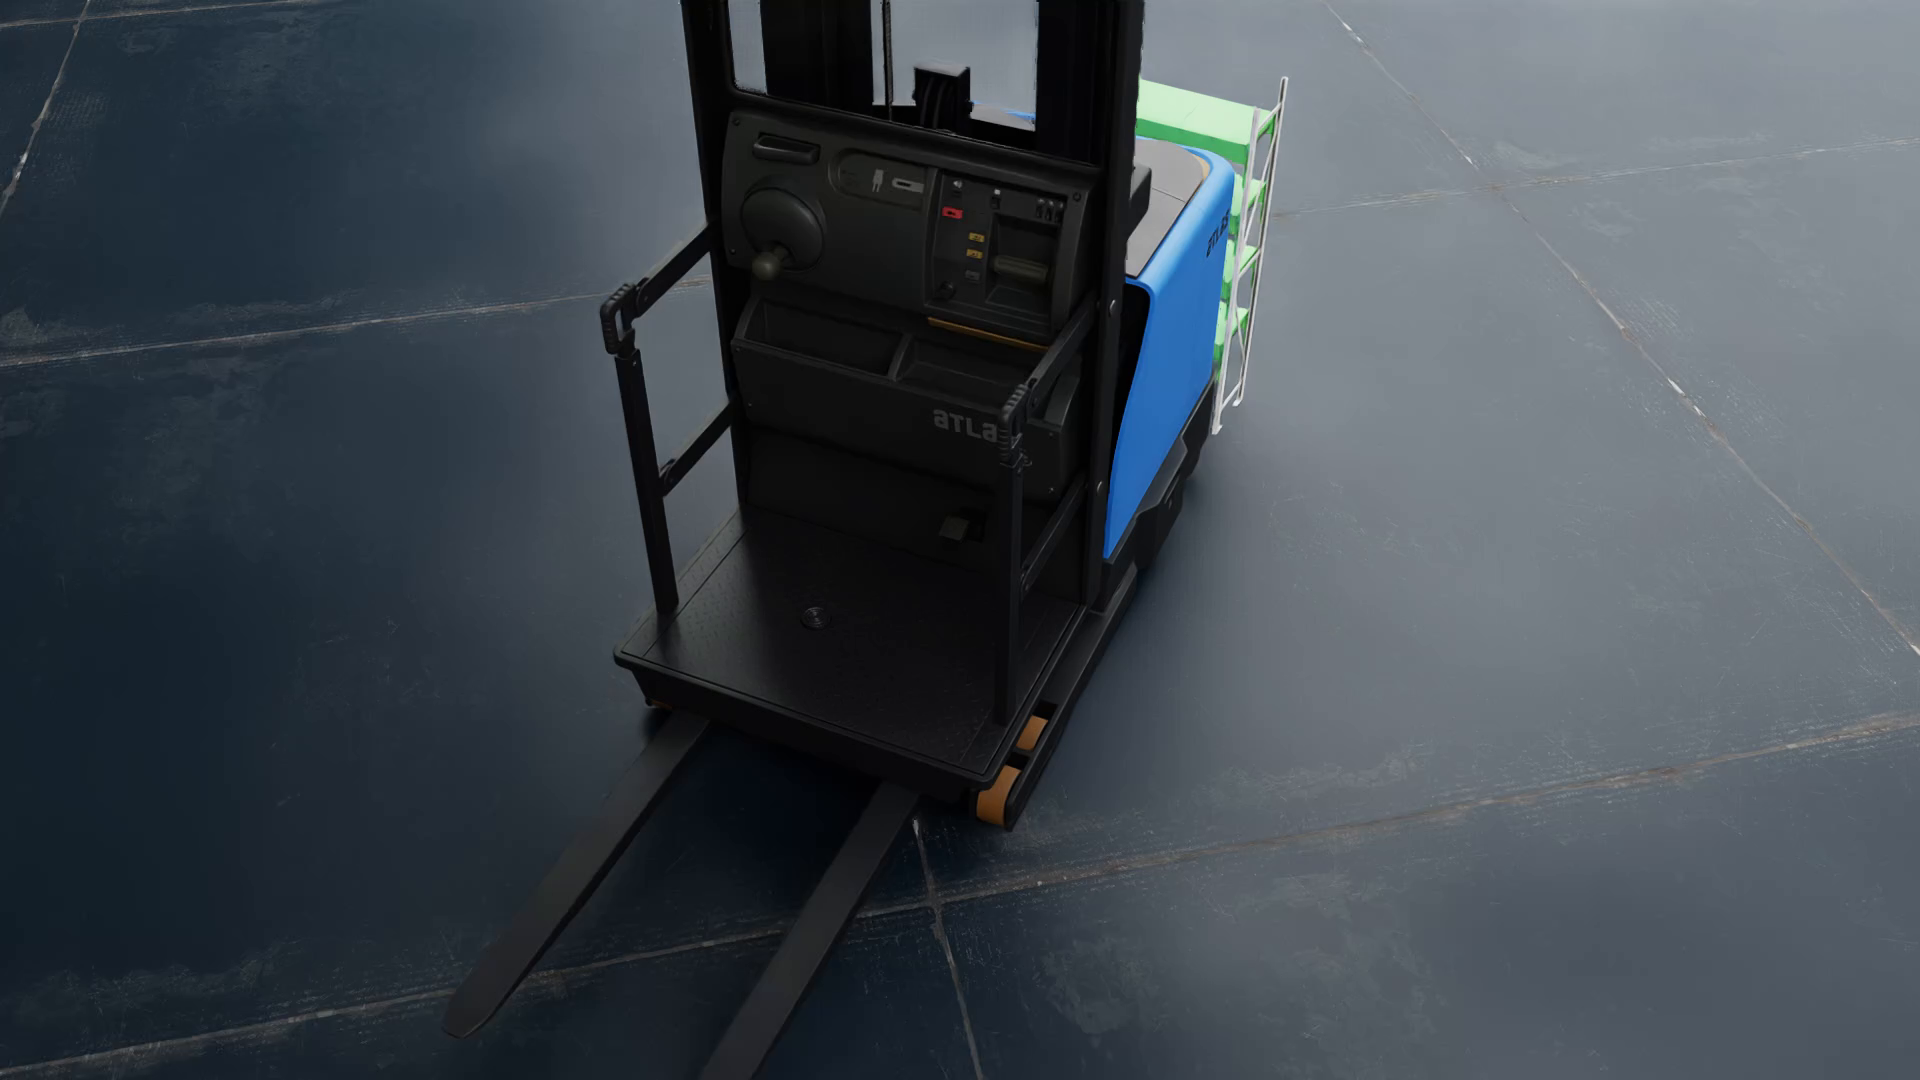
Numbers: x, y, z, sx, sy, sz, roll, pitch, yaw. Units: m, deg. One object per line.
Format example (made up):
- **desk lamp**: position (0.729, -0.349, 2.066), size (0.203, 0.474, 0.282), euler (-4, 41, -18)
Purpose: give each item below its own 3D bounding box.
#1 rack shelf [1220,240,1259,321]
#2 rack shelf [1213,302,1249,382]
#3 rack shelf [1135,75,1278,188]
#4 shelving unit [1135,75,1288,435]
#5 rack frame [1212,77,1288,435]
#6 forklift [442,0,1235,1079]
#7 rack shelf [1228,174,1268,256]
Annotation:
- **rack shelf**: position (0.711, -0.909, 5.465), size (0.480, 0.148, 0.258), euler (21, 45, 22)
- **rack shelf**: position (0.710, -0.729, 5.624), size (0.480, 0.148, 0.258), euler (21, 45, 22)
- **rack shelf**: position (0.711, -1.269, 5.148), size (0.480, 0.148, 0.258), euler (21, 45, 22)
- **shelving unit**: position (0.711, -0.957, 5.423), size (0.503, 1.200, 0.258), euler (21, 45, 22)
- **rack frame**: position (0.923, -0.877, 5.333), size (0.015, 1.200, 0.240), euler (21, 45, 22)
- **forklift**: position (-0.232, -0.671, 3.798), size (1.130, 2.935, 3.031), euler (16, 44, 18)
- **rack shelf**: position (0.711, -1.089, 5.307), size (0.480, 0.148, 0.258), euler (21, 45, 22)
